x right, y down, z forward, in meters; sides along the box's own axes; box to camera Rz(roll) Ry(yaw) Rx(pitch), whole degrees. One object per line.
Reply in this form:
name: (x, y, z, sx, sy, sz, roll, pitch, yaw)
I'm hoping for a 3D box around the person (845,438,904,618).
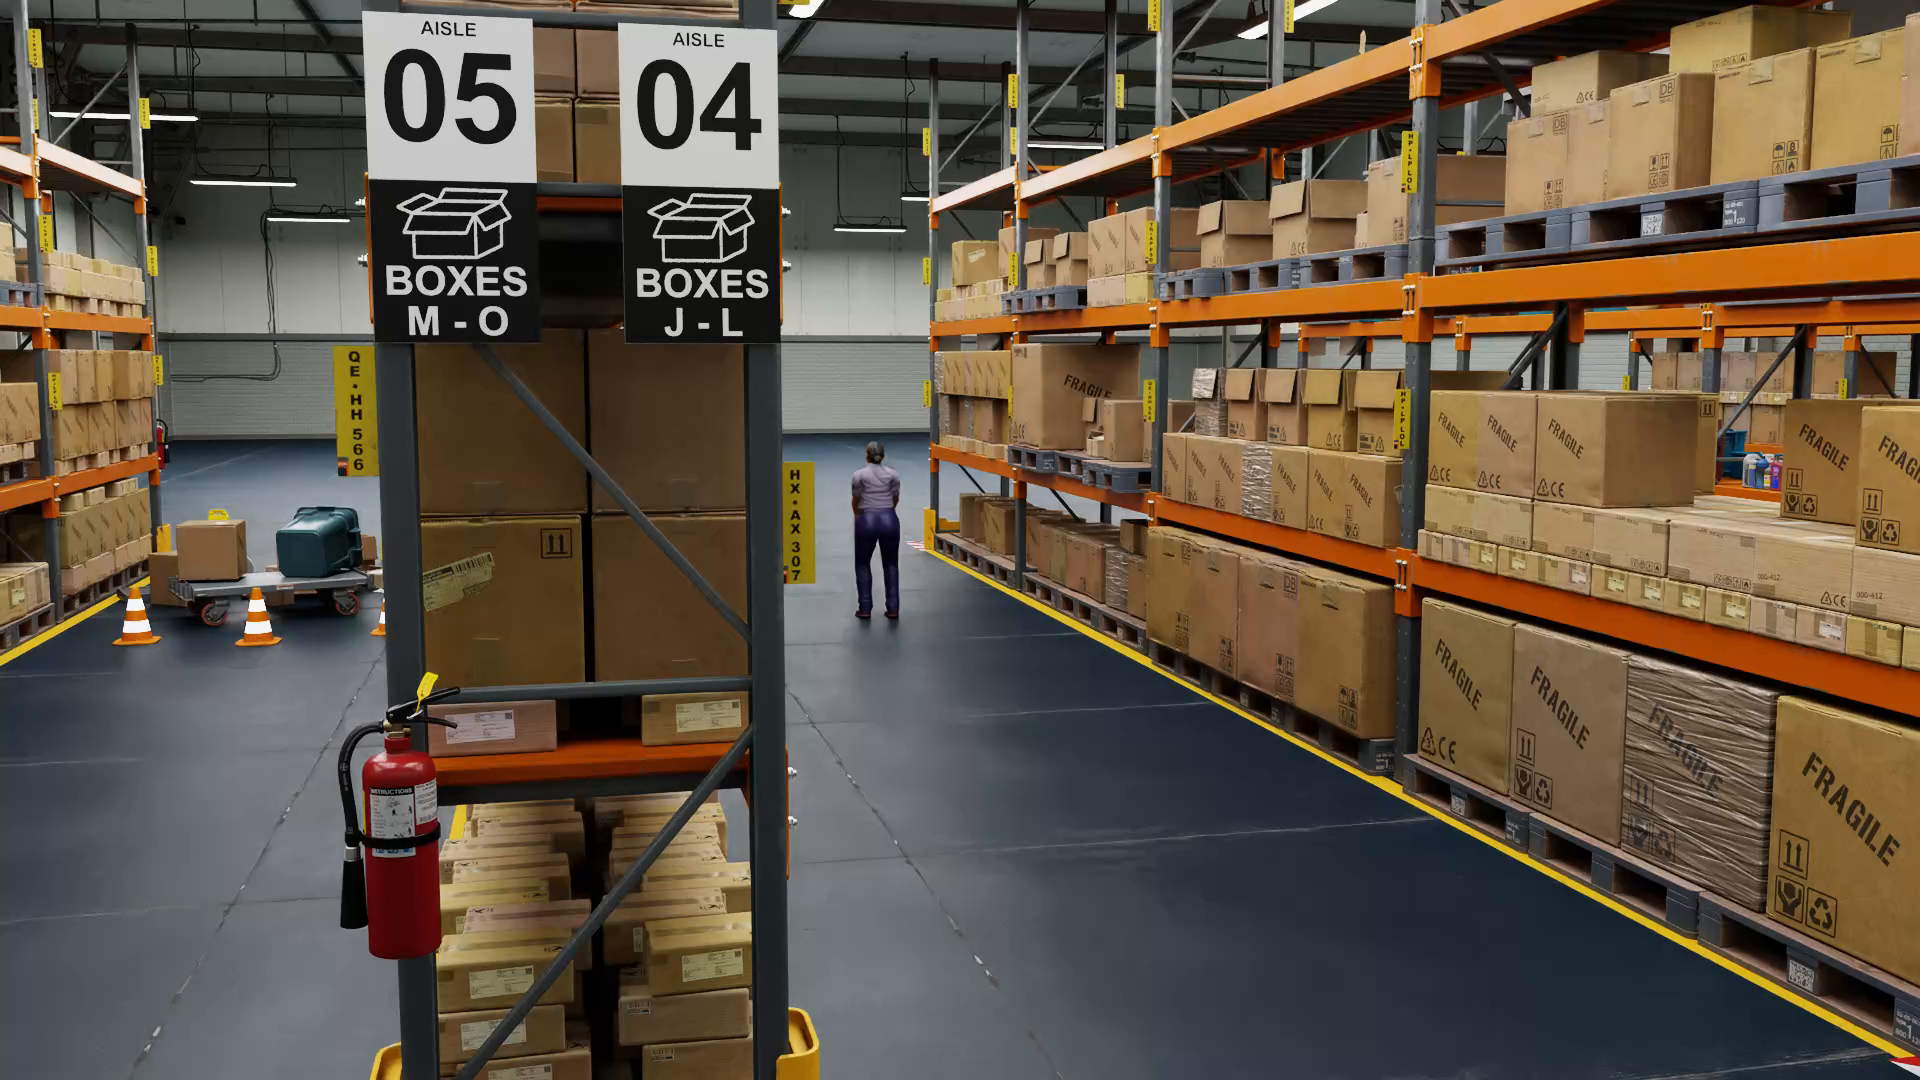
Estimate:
person: (-0.779, -0.111, 15.229, 0.561, 1.653, 0.417, -2, 6, -16)
